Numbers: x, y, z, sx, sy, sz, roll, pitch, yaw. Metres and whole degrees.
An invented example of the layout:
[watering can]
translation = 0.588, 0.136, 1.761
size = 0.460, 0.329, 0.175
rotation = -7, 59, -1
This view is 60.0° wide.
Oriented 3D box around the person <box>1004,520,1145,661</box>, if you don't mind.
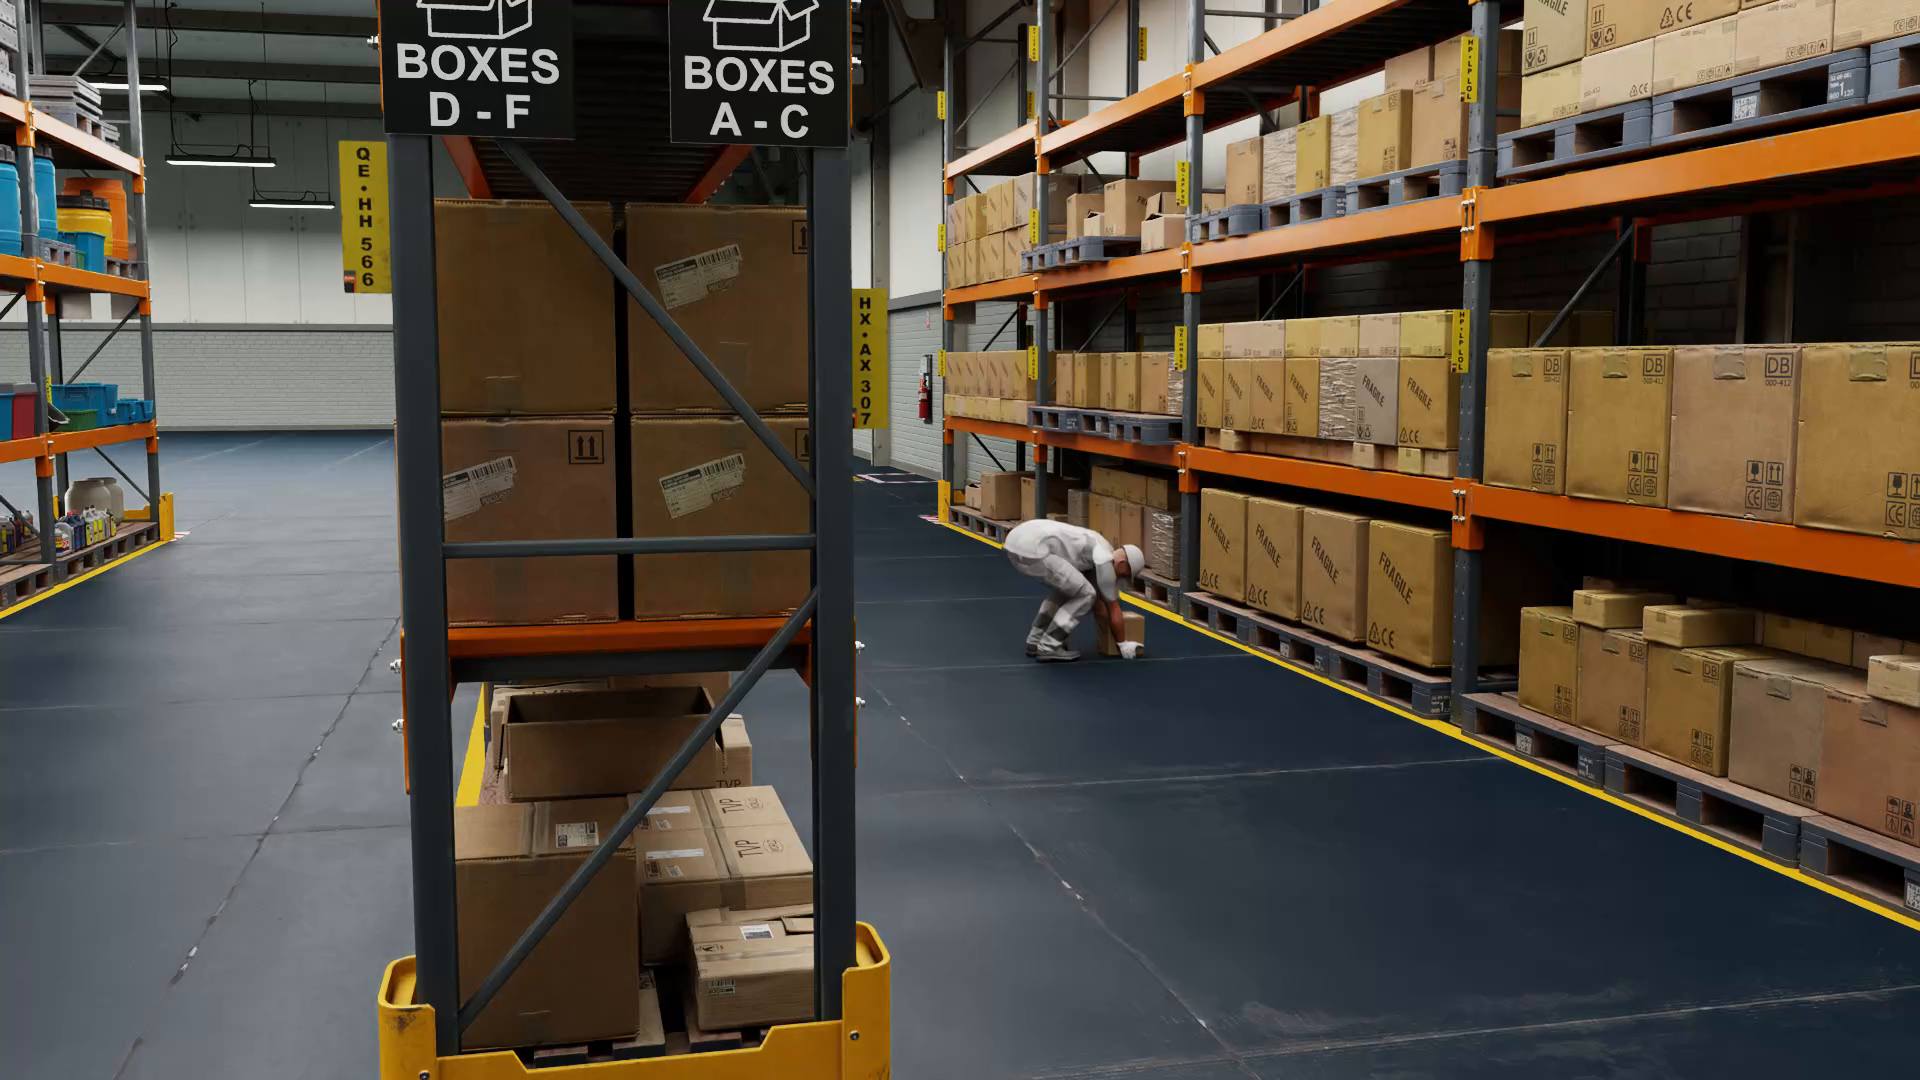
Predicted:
[person]
translation = 0.762, 0.320, 10.950
size = 0.953, 0.923, 0.534
rotation = -2, 6, -16
